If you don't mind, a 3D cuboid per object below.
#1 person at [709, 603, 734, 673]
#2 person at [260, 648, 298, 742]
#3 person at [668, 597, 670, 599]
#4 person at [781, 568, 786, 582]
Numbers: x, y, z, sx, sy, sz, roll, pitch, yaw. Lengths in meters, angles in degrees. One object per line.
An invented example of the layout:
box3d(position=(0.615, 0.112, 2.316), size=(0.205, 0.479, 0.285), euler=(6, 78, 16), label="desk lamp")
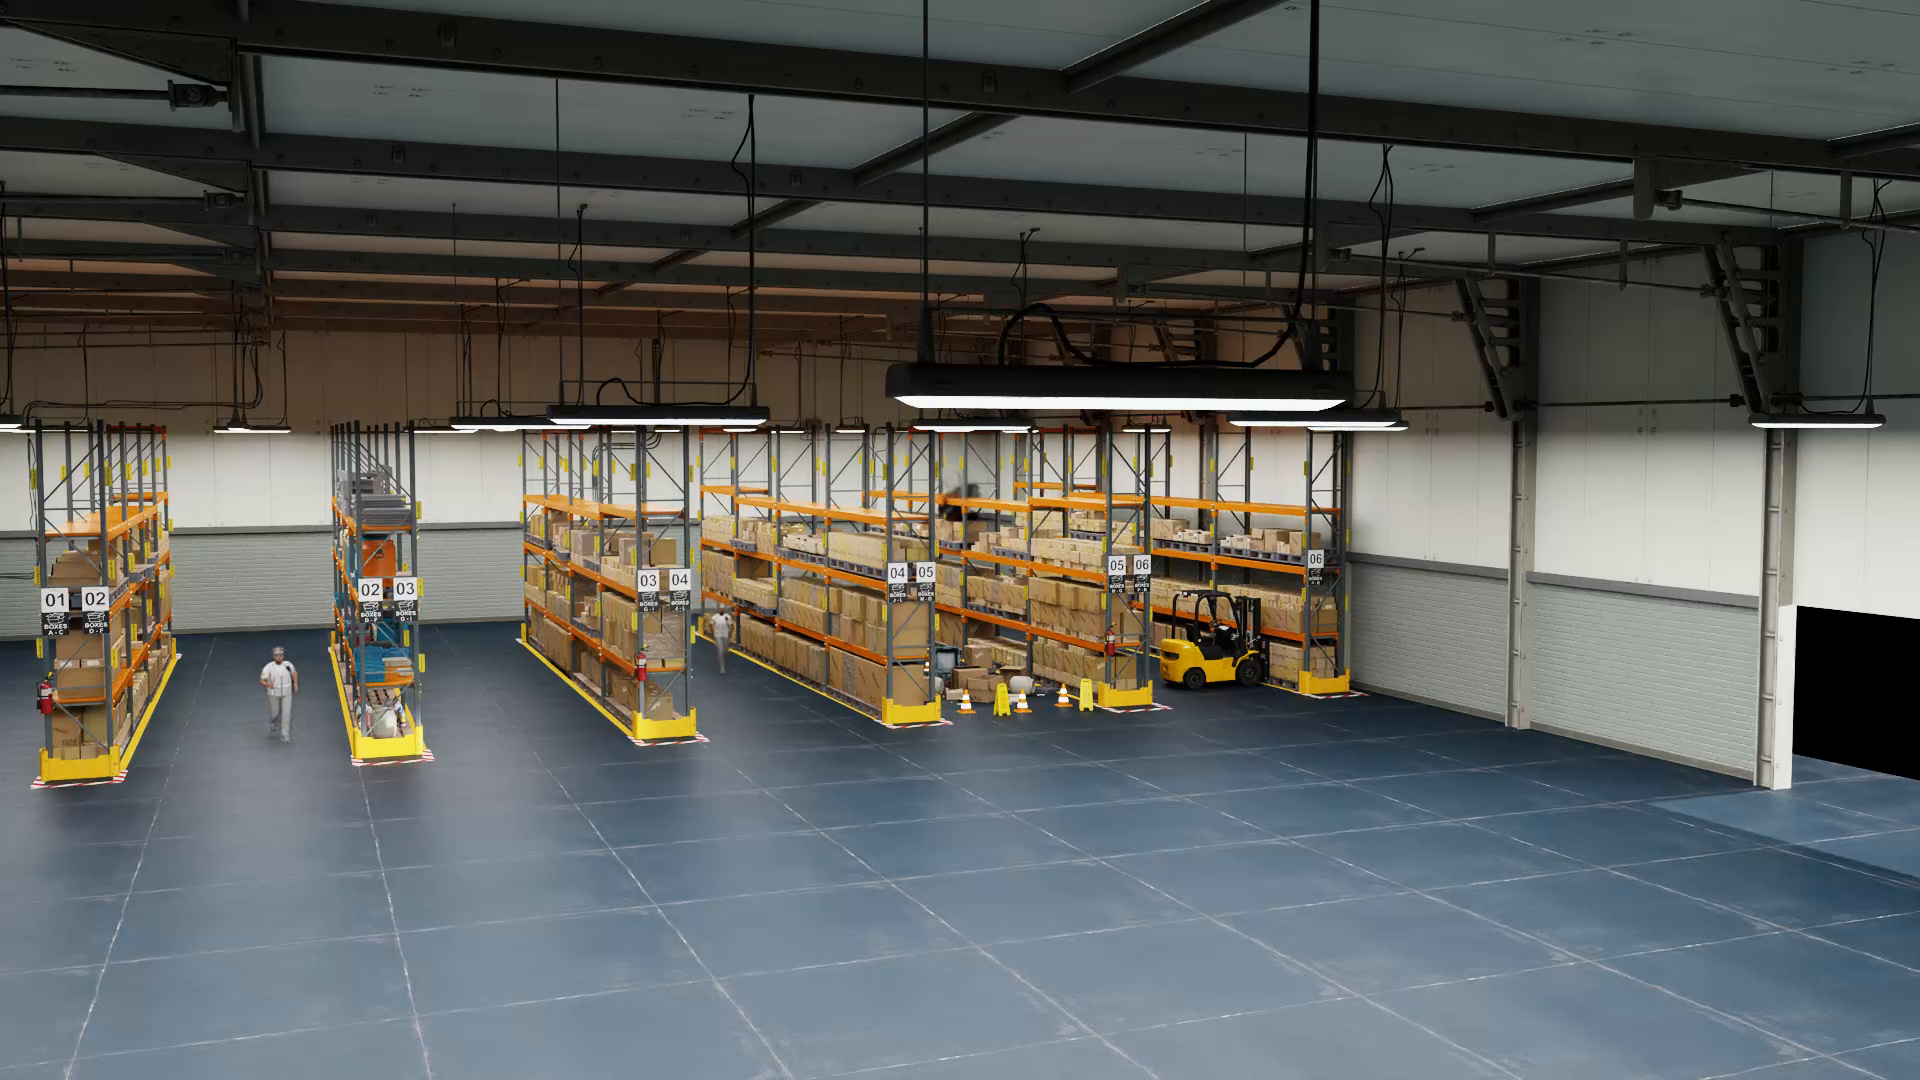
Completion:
box3d(position=(-5.822, 2.364, 40.602), size=(0.597, 1.685, 0.763), euler=(-1, 4, -18), label="person")
box3d(position=(-12.782, 2.890, 31.285), size=(0.678, 1.741, 0.992), euler=(-2, 4, -32), label="person")
box3d(position=(-7.698, 2.091, 45.283), size=(0.593, 1.607, 0.560), euler=(-2, 4, -27), label="person")
box3d(position=(-5.302, 1.726, 50.228), size=(0.967, 1.739, 0.668), euler=(-1, 4, -22), label="person")
